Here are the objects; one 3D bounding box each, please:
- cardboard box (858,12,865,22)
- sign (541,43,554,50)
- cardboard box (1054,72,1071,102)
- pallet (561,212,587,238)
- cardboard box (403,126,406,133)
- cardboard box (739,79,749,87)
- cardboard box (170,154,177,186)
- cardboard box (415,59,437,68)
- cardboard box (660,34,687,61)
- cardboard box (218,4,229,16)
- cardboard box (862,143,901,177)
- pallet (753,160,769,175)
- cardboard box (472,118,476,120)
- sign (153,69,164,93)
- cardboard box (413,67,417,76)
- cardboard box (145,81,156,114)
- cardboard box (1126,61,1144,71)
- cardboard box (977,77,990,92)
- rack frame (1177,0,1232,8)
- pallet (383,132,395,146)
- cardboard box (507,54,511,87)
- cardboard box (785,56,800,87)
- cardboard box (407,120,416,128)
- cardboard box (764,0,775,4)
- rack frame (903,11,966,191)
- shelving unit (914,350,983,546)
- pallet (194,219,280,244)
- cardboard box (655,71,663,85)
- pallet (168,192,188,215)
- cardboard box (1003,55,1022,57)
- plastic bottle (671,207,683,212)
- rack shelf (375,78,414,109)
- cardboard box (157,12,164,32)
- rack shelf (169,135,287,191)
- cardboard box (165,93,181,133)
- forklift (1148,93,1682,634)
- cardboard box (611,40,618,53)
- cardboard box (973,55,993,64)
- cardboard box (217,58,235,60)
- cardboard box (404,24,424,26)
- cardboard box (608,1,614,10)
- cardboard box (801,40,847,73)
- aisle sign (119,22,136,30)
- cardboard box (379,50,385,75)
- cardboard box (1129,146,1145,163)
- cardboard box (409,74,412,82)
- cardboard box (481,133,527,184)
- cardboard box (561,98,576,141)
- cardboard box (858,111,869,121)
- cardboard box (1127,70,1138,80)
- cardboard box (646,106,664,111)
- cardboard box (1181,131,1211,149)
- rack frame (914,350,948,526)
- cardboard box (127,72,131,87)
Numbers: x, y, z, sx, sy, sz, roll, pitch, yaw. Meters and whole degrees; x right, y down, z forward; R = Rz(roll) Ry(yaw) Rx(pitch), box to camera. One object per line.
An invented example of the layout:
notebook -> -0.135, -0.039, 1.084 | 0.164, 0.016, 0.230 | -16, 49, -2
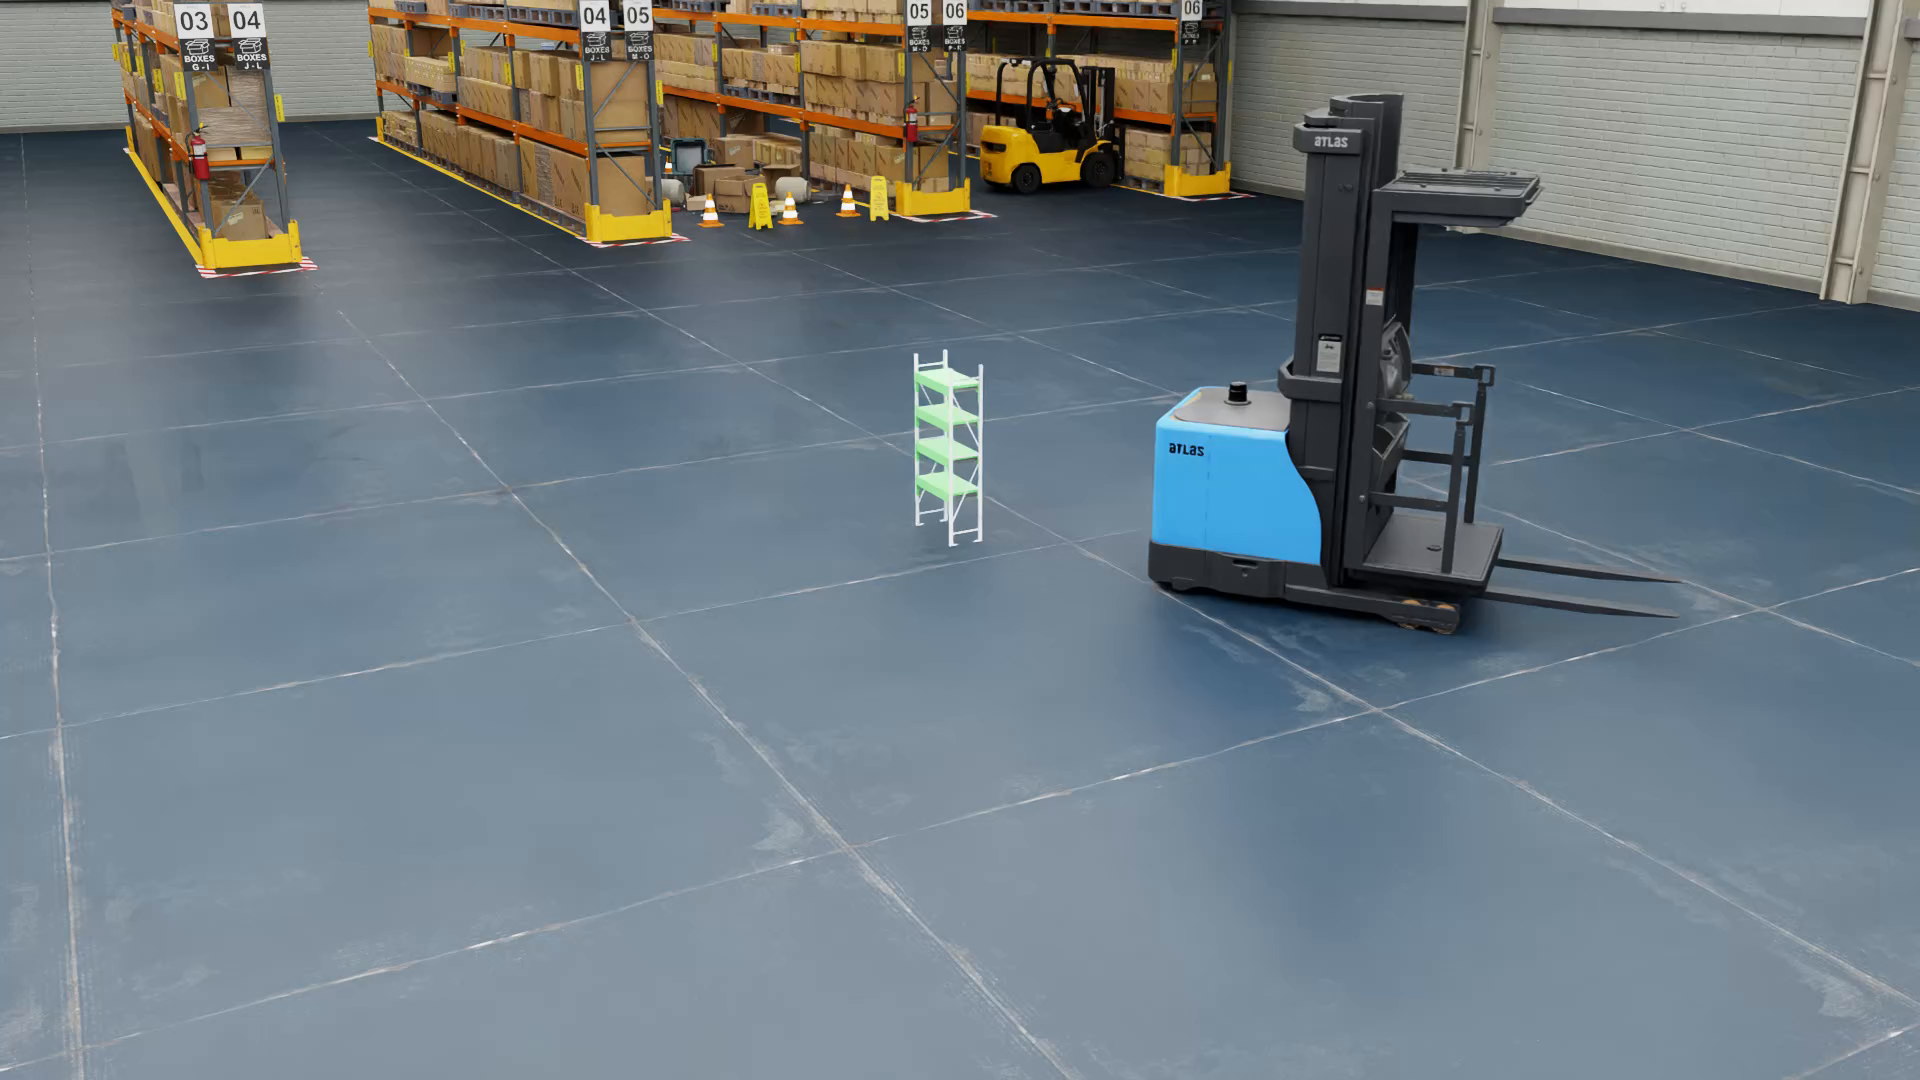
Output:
cardboard box -> -1.378, -8.237, 26.190 | 0.380, 0.149, 0.250 | -11, 22, -28
sign -> -10.746, -12.852, 43.365 | 0.327, 0.218, 0.001 | -10, 21, -27
cardboard box -> 2.070, -8.304, 30.445 | 0.500, 0.500, 0.500 | -11, 22, -28
pallet -> -5.135, -4.610, 24.168 | 1.003, 0.211, 1.213 | -10, 21, -27
cardboard box -> -11.377, -8.575, 34.655 | 0.380, 0.149, 0.250 | -11, 22, -29
cardboard box -> -3.880, -8.506, 30.926 | 0.380, 0.149, 0.250 | -10, 21, -26
cardboard box -> -12.563, -6.105, 27.383 | 0.700, 0.500, 0.500 | -11, 22, -30
cardboard box -> -10.107, -9.034, 31.542 | 0.380, 0.149, 0.250 | -10, 21, -27
cardboard box -> -5.855, -10.159, 34.286 | 0.500, 0.500, 0.500 | -10, 21, -27
cardboard box -> -9.027, -6.622, 20.743 | 0.380, 0.149, 0.250 | -10, 21, -27
cardboard box -> -1.239, -6.099, 26.628 | 0.500, 0.500, 0.500 | -9, 21, -25
pallet -> -3.232, -6.910, 30.834 | 1.003, 0.211, 1.213 | -10, 21, -27
cardboard box -> -8.841, -7.760, 31.059 | 0.500, 0.250, 0.500 | -10, 22, -27
sign -> -11.486, -6.580, 23.827 | 0.100, 0.325, 0.005 | -10, 21, -27
cardboard box -> -10.231, -8.969, 31.810 | 0.380, 0.149, 0.250 | -11, 22, -29
cardboard box -> -13.351, -7.419, 27.879 | 0.500, 0.500, 0.500 | -9, 21, -25
cardboard box -> 3.066, -8.119, 28.457 | 0.380, 0.149, 0.250 | -9, 21, -25
cardboard box -> 0.670, -9.045, 32.975 | 0.500, 0.250, 0.500 | -11, 22, -28
rack frame -> 3.988, -10.112, 26.641 | 1.000, 3.000, 0.127 | -10, 21, -27
pallet -> -11.894, -8.725, 36.093 | 1.003, 0.211, 1.213 | -10, 21, -27
cardboard box -> -6.827, -7.521, 26.641 | 0.700, 0.500, 0.500 | -10, 22, -28
cardboard box -> -2.699, -8.138, 28.864 | 0.500, 0.500, 0.500 | -10, 22, -28
cardboard box -> -11.064, -8.487, 33.943 | 0.380, 0.149, 0.250 | -10, 22, -27
cardboard box -> -3.160, -9.638, 29.452 | 0.500, 0.250, 0.500 | -10, 21, -26
rack frame -> -0.378, -6.506, 25.389 | 1.000, 3.000, 0.127 | -10, 21, -27
shelving unit -> -0.079, -0.615, 11.073 | 0.258, 1.200, 0.503 | -10, 21, -27
pallet -> -10.066, -4.264, 23.164 | 1.003, 0.211, 1.213 | -10, 21, -27
cardboard box -> -6.100, -9.713, 34.912 | 0.500, 0.250, 0.500 | -11, 22, -28
pallet -> -11.954, -5.375, 26.386 | 1.003, 0.211, 1.213 | -10, 21, -27
cardboard box -> 1.047, -9.576, 33.138 | 0.380, 0.149, 0.250 | -10, 21, -27
plastic bottle -> -4.479, -5.174, 26.031 | 0.133, 0.061, 0.283 | 16, 25, 39
rack shelf -> -11.335, -9.390, 34.847 | 1.077, 0.370, 4.000 | -10, 21, -27
cardboard box -> -10.529, -7.003, 22.458 | 0.500, 0.250, 0.500 | -11, 22, -29
rack shelf -> -10.050, -5.206, 22.721 | 1.077, 0.370, 4.000 | -10, 21, -27
cardboard box -> -10.634, -6.020, 23.369 | 0.875, 0.500, 0.500 | -10, 21, -27
forklift -> 2.726, -1.042, 9.658 | 3.031, 2.935, 1.130 | 8, 21, 22
cardboard box -> -7.496, -11.144, 37.141 | 0.500, 0.500, 0.500 | -10, 21, -27
cardboard box -> 0.489, -9.570, 33.120 | 0.380, 0.149, 0.250 | -10, 21, -26
cardboard box -> -9.834, -6.263, 22.540 | 0.500, 0.500, 0.500 | -10, 21, -27
cardboard box -> -11.608, -10.726, 35.475 | 0.500, 0.500, 0.500 | -11, 22, -28
cardboard box -> -4.689, -7.477, 23.190 | 0.380, 0.149, 0.250 | -10, 21, -26
cardboard box -> -2.260, -8.155, 28.025 | 0.700, 0.500, 0.500 | -10, 22, -27
aisle sign -> -16.996, -10.768, 33.752 | 0.394, 0.787, 0.004 | -10, 21, -27
cardboard box -> -12.038, -10.170, 35.397 | 0.500, 0.500, 0.500 | -10, 21, -27
cardboard box -> 3.253, -6.648, 28.605 | 0.500, 0.250, 0.500 | -10, 22, -27
cardboard box -> -10.466, -8.972, 32.276 | 0.380, 0.149, 0.250 | -10, 21, -26
cardboard box -> -7.415, -6.436, 27.989 | 1.050, 0.750, 0.750 | -10, 21, -27
cardboard box -> -5.183, -6.036, 23.794 | 0.875, 0.550, 0.550 | -10, 21, -27
cardboard box -> -1.413, -6.818, 26.677 | 0.380, 0.149, 0.250 | -10, 22, -27
cardboard box -> 3.084, -7.981, 28.515 | 0.380, 0.149, 0.250 | -11, 22, -28
cardboard box -> -6.706, -9.392, 37.036 | 0.875, 0.438, 0.875 | -11, 22, -28
cardboard box -> 3.926, -6.815, 28.322 | 0.500, 0.250, 0.500 | -10, 22, -27
rack frame -> -0.194, -0.685, 11.276 | 0.240, 1.200, 0.015 | -10, 21, -27
cardboard box -> -15.729, -8.867, 32.003 | 0.500, 0.250, 0.500 | -10, 21, -26
